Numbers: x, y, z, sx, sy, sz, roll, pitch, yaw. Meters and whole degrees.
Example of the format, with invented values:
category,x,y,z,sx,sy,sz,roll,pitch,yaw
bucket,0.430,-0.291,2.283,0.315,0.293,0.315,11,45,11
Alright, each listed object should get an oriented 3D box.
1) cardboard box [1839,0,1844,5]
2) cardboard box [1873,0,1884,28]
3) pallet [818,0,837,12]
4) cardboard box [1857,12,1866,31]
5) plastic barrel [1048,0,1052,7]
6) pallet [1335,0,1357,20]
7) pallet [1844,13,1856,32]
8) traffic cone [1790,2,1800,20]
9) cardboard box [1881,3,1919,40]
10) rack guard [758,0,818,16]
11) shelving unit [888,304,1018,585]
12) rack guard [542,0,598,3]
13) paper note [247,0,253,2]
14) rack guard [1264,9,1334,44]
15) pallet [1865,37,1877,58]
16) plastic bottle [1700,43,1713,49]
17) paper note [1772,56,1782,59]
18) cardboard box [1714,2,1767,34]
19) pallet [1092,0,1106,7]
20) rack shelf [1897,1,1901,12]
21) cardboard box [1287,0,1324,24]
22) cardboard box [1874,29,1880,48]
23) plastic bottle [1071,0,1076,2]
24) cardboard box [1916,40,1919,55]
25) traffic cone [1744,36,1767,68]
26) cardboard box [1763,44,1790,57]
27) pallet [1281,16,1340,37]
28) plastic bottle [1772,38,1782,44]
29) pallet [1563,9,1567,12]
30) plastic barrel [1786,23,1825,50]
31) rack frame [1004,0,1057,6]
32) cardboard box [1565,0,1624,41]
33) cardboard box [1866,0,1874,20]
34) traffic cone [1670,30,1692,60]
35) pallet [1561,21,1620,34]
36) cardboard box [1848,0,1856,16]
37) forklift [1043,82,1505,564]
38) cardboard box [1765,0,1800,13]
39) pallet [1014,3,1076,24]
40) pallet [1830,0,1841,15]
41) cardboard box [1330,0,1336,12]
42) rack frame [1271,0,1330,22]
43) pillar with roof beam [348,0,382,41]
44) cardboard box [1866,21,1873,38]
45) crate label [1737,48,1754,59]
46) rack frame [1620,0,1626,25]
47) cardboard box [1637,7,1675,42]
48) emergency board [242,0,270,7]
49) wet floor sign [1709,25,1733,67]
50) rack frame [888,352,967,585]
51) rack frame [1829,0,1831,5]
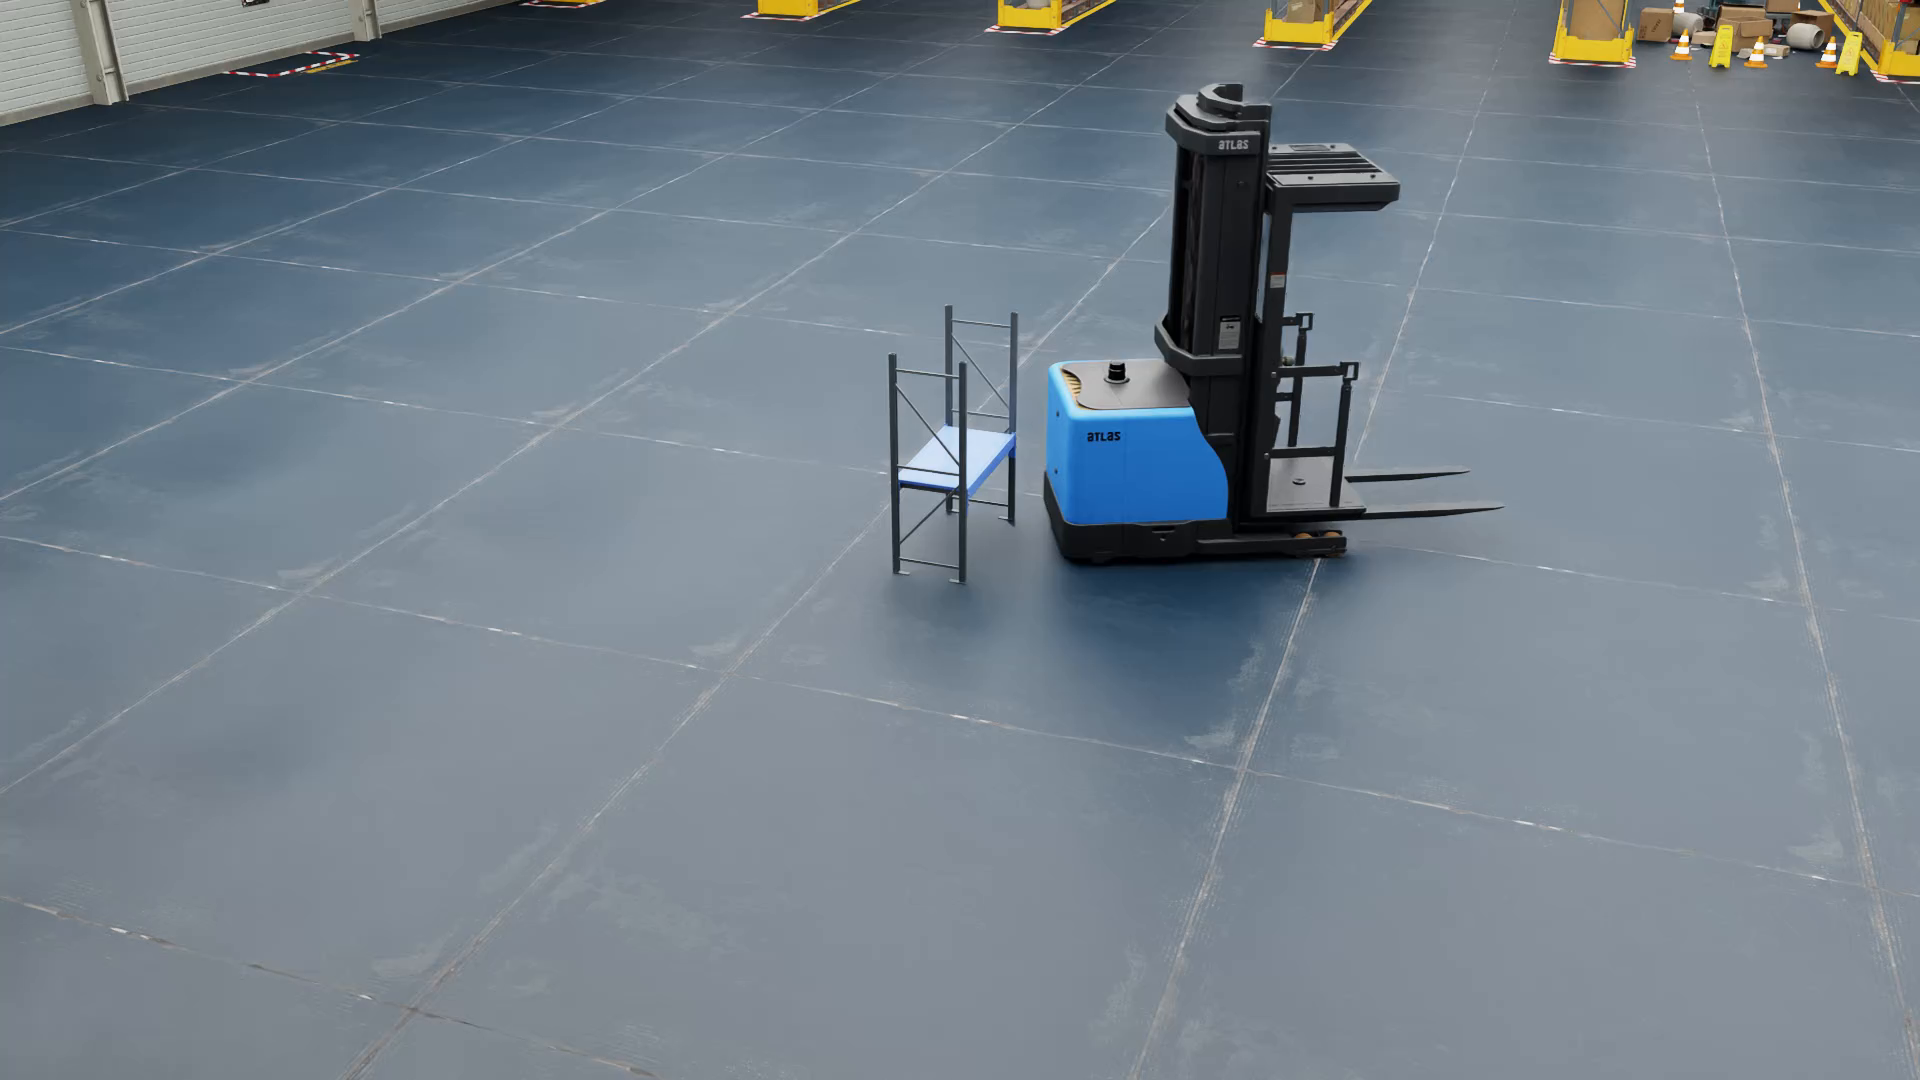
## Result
category,x,y,z,sx,sy,sz,roll,pitch,yaw
cardboard box,17.560,-10.538,32.107,0.950,0.372,0.625,8,27,16
cardboard box,15.699,-8.857,27.913,0.500,0.500,0.500,8,27,16
pallet,-3.137,-10.720,33.148,1.003,0.211,1.213,9,27,17
cardboard box,16.214,-9.171,29.424,0.500,0.250,0.500,7,27,15
plastic barrel,1.631,-10.492,31.850,0.421,0.512,0.421,0,26,0
pallet,7.129,-10.324,32.331,1.003,0.211,1.213,9,27,17
pallet,16.922,-9.488,30.605,1.003,0.211,1.213,9,27,17
traffic cone,15.757,-9.994,31.360,0.336,0.463,0.334,9,27,17
cardboard box,15.354,-8.436,27.043,0.500,0.500,0.500,9,27,18
rack guard,-3.360,-10.520,32.404,1.175,0.500,0.348,9,27,17
shelving unit,-0.028,-0.640,10.851,0.538,1.500,1.048,9,27,17
rack guard,-7.999,-11.278,33.969,1.175,0.500,0.348,9,27,17
paper note,-11.586,-8.850,27.097,0.016,0.148,0.142,9,27,17
rack guard,6.014,-9.123,29.518,1.175,0.500,0.348,9,27,17
pallet,16.070,-8.384,28.324,1.003,0.211,1.213,9,27,17
plastic bottle,12.998,-8.617,28.977,0.133,0.061,0.283,0,26,-1
paper note,13.771,-8.120,27.986,0.148,0.019,0.142,0,26,-1
cardboard box,13.834,-9.191,29.501,0.797,0.637,0.503,9,27,17
pallet,2.386,-11.054,33.838,1.003,0.211,1.213,9,27,17
rack shelf,15.999,-9.278,27.795,1.077,0.370,4.000,9,27,17
cardboard box,6.212,-9.535,29.887,0.500,0.500,0.500,14,29,27
cardboard box,15.529,-8.314,27.652,0.500,0.250,0.500,9,27,18
plastic bottle,2.215,-10.605,32.337,0.097,0.271,0.097,0,26,0
cardboard box,15.863,-8.022,27.050,0.500,0.250,0.500,9,27,17
traffic cone,13.100,-8.023,27.289,0.336,0.463,0.334,9,27,17
cardboard box,13.865,-8.328,28.279,0.250,0.149,0.380,-20,33,-36
pallet,6.317,-9.322,30.260,1.003,0.211,1.213,9,27,17
plastic bottle,14.467,-8.842,29.443,0.133,0.061,0.283,14,29,26
pallet,12.149,-10.173,32.018,1.003,0.211,1.213,9,27,17
plastic barrel,14.593,-8.688,28.709,0.421,0.421,0.512,-14,29,-27
rack frame,1.318,-10.935,30.392,1.000,3.000,0.127,9,27,17
cardboard box,10.795,-8.977,28.305,0.875,0.875,0.875,9,27,18
cardboard box,16.047,-9.287,28.802,0.500,0.500,0.500,10,28,20
traffic cone,12.148,-8.326,27.916,0.336,0.463,0.334,9,27,17
pallet,11.232,-9.040,29.679,1.003,0.211,1.213,9,27,17
cardboard box,17.073,-9.941,30.874,0.950,0.372,0.625,11,28,21
forklift,2.134,-1.422,10.823,3.031,2.935,1.130,-3,26,-5
cardboard box,14.976,-9.885,30.223,0.500,0.500,0.500,9,27,17
pallet,1.574,-10.051,31.767,1.003,0.211,1.213,9,27,17
pallet,17.734,-10.491,32.676,1.003,0.211,1.213,9,27,17
cardboard box,6.833,-10.263,31.391,0.500,0.500,0.500,6,27,13
rack frame,5.988,-10.217,28.909,1.000,3.000,0.127,9,27,17
pillar with roof beam,-6.544,-12.395,26.524,9.100,9.000,0.400,9,27,17
cardboard box,15.873,-8.732,28.516,0.500,0.250,0.500,8,27,17
crate label,13.303,-8.208,28.046,0.250,0.136,0.298,-5,26,-9
rack frame,11.963,-11.100,30.733,1.000,3.000,0.127,9,27,17
cardboard box,12.414,-9.189,29.652,0.500,0.500,0.500,14,29,26
emergency board,-11.483,-9.308,27.032,0.157,1.169,0.626,9,27,17
wet floor sign,12.490,-8.097,27.233,0.267,0.644,0.232,4,26,8
rack frame,-0.198,-0.431,10.419,0.500,1.500,0.032,9,27,17
rack frame,17.996,-12.067,32.731,1.000,3.000,0.127,9,27,17
